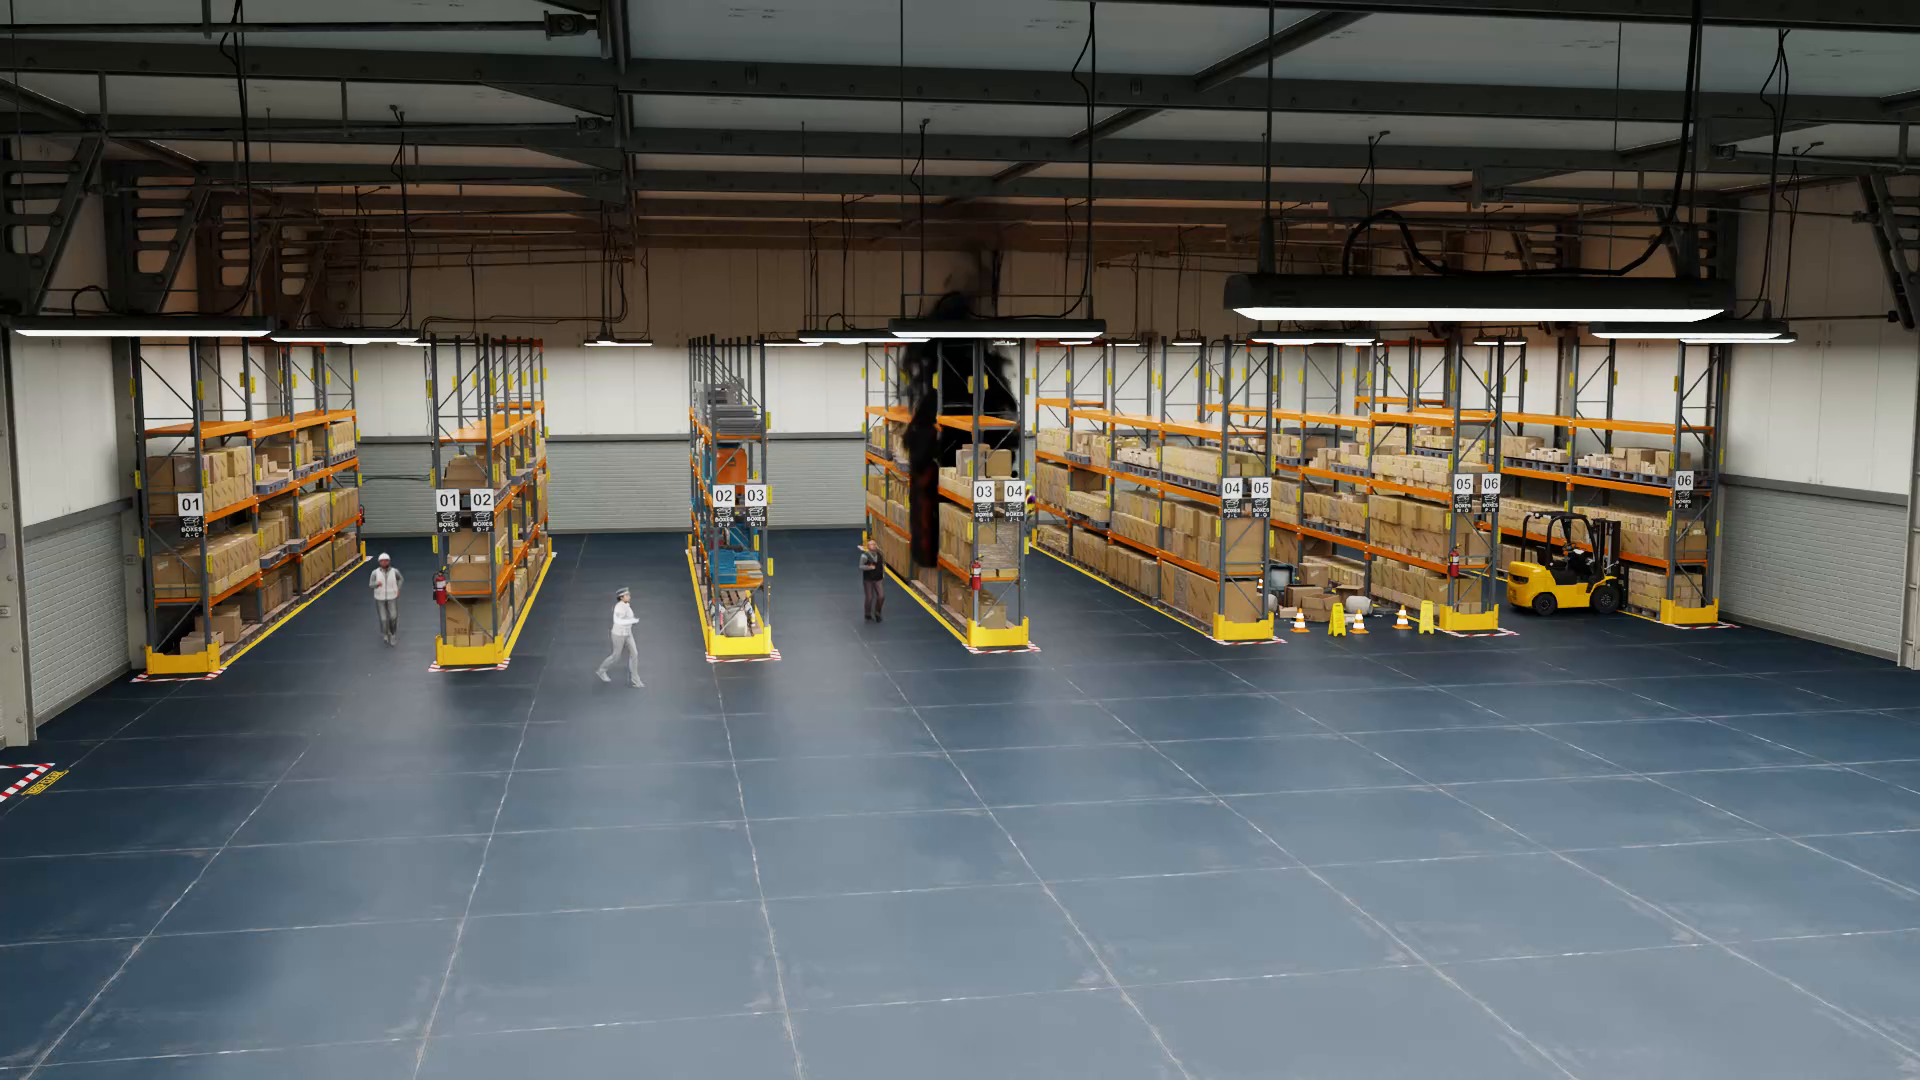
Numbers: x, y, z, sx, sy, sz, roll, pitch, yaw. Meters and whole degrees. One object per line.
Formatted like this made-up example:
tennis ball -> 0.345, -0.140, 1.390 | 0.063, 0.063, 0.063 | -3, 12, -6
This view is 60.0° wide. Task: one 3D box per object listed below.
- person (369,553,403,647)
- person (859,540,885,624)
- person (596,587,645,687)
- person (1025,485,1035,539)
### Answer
person -> -11.107, 1.163, 32.215 | 0.637, 1.814, 0.711 | -2, 7, -19
person -> -1.812, 0.887, 34.832 | 0.637, 1.763, 0.711 | -2, 7, -20
person -> -5.799, 1.660, 28.300 | 0.875, 1.754, 0.607 | 2, 7, 17
person -> 1.971, -0.809, 49.702 | 0.617, 1.702, 0.716 | -2, 7, -14
